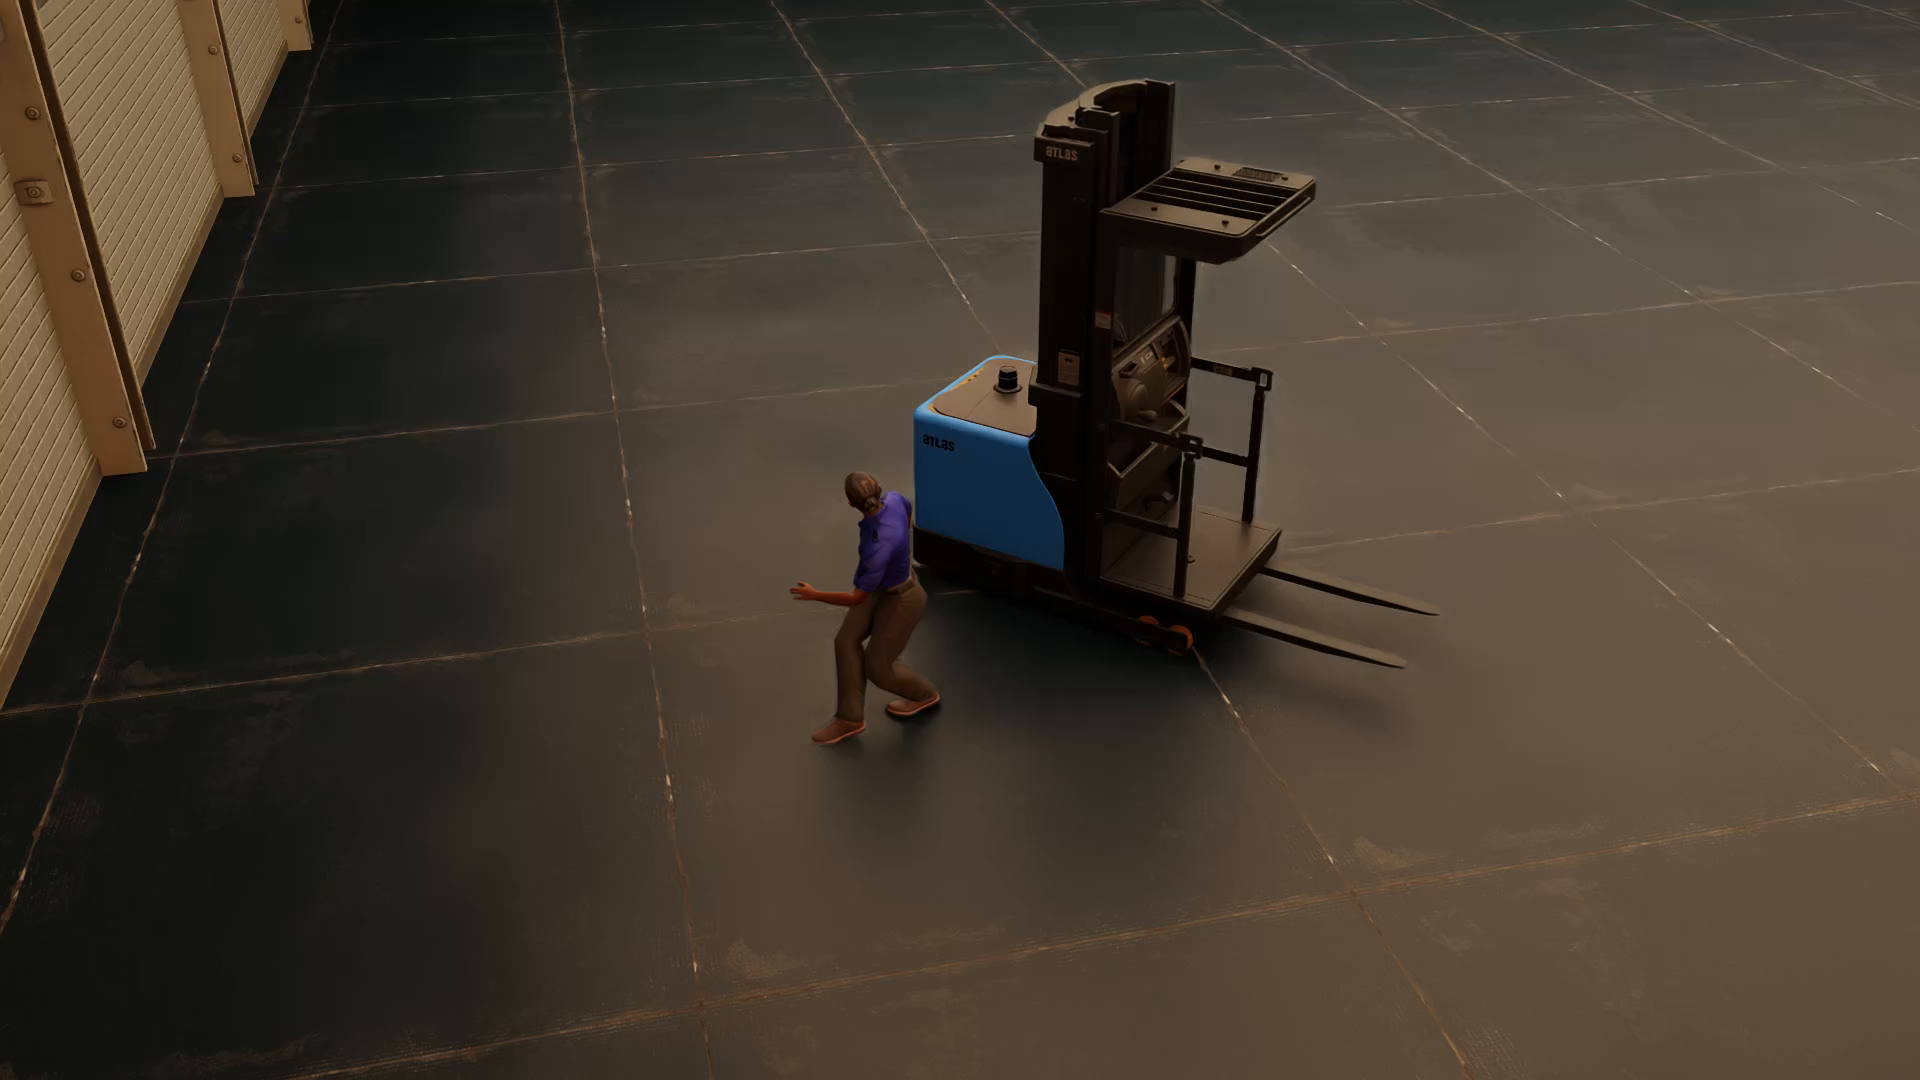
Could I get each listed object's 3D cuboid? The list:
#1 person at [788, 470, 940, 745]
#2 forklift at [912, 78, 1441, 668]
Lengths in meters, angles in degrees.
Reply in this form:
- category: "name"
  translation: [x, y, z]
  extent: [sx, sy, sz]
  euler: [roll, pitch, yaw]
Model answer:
- category: "person"
  translation: [-0.504, 0.266, 8.551]
  extent: [0.779, 1.529, 0.704]
  euler: [-8, 31, -14]
- category: "forklift"
  translation: [1.242, -0.926, 9.174]
  extent: [3.031, 2.935, 1.130]
  euler: [17, 34, 26]
